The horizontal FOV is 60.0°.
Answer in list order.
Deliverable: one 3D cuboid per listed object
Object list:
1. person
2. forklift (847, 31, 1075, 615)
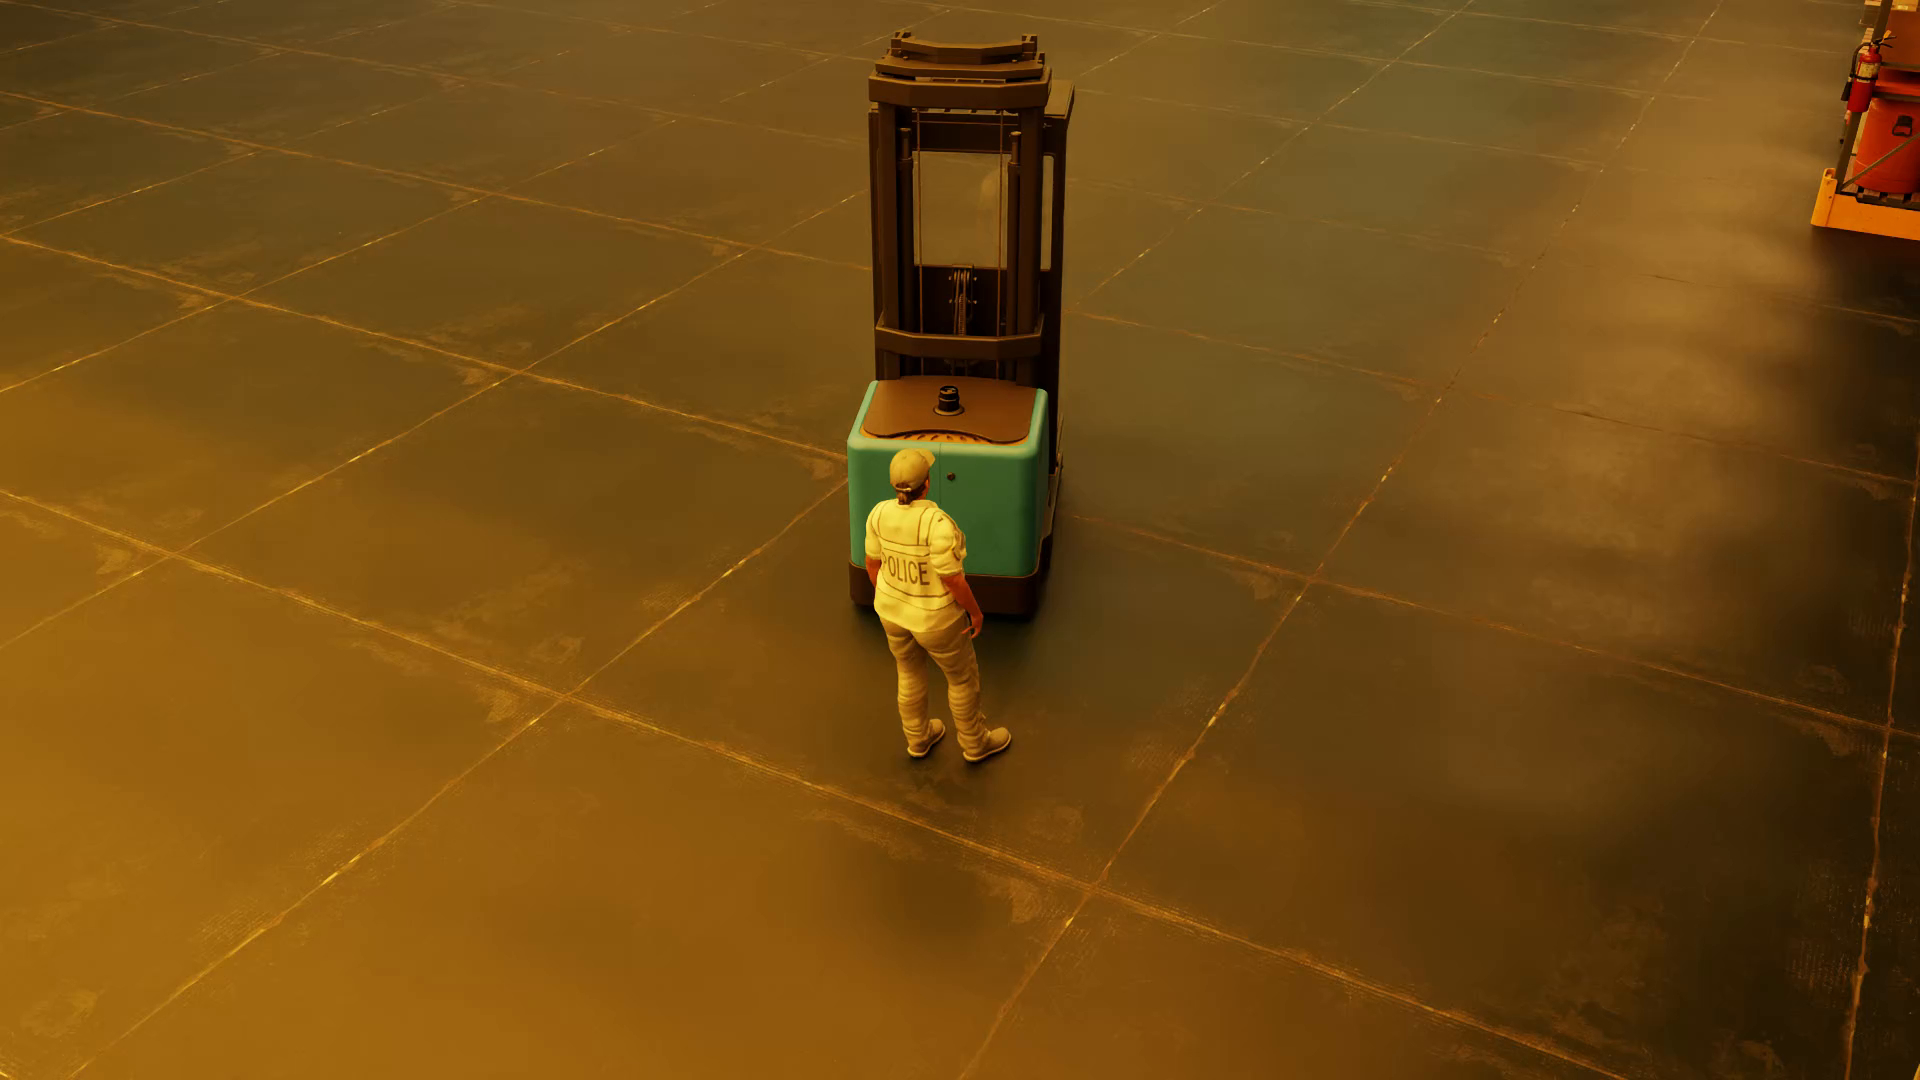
[{"bbox_3d":[-0.114,0.300,7.801,0.599,1.670,0.529,17,34,27],"label":"person"},{"bbox_3d":[0.072,-1.572,9.794,1.130,2.935,3.031,3,30,6],"label":"forklift"}]
